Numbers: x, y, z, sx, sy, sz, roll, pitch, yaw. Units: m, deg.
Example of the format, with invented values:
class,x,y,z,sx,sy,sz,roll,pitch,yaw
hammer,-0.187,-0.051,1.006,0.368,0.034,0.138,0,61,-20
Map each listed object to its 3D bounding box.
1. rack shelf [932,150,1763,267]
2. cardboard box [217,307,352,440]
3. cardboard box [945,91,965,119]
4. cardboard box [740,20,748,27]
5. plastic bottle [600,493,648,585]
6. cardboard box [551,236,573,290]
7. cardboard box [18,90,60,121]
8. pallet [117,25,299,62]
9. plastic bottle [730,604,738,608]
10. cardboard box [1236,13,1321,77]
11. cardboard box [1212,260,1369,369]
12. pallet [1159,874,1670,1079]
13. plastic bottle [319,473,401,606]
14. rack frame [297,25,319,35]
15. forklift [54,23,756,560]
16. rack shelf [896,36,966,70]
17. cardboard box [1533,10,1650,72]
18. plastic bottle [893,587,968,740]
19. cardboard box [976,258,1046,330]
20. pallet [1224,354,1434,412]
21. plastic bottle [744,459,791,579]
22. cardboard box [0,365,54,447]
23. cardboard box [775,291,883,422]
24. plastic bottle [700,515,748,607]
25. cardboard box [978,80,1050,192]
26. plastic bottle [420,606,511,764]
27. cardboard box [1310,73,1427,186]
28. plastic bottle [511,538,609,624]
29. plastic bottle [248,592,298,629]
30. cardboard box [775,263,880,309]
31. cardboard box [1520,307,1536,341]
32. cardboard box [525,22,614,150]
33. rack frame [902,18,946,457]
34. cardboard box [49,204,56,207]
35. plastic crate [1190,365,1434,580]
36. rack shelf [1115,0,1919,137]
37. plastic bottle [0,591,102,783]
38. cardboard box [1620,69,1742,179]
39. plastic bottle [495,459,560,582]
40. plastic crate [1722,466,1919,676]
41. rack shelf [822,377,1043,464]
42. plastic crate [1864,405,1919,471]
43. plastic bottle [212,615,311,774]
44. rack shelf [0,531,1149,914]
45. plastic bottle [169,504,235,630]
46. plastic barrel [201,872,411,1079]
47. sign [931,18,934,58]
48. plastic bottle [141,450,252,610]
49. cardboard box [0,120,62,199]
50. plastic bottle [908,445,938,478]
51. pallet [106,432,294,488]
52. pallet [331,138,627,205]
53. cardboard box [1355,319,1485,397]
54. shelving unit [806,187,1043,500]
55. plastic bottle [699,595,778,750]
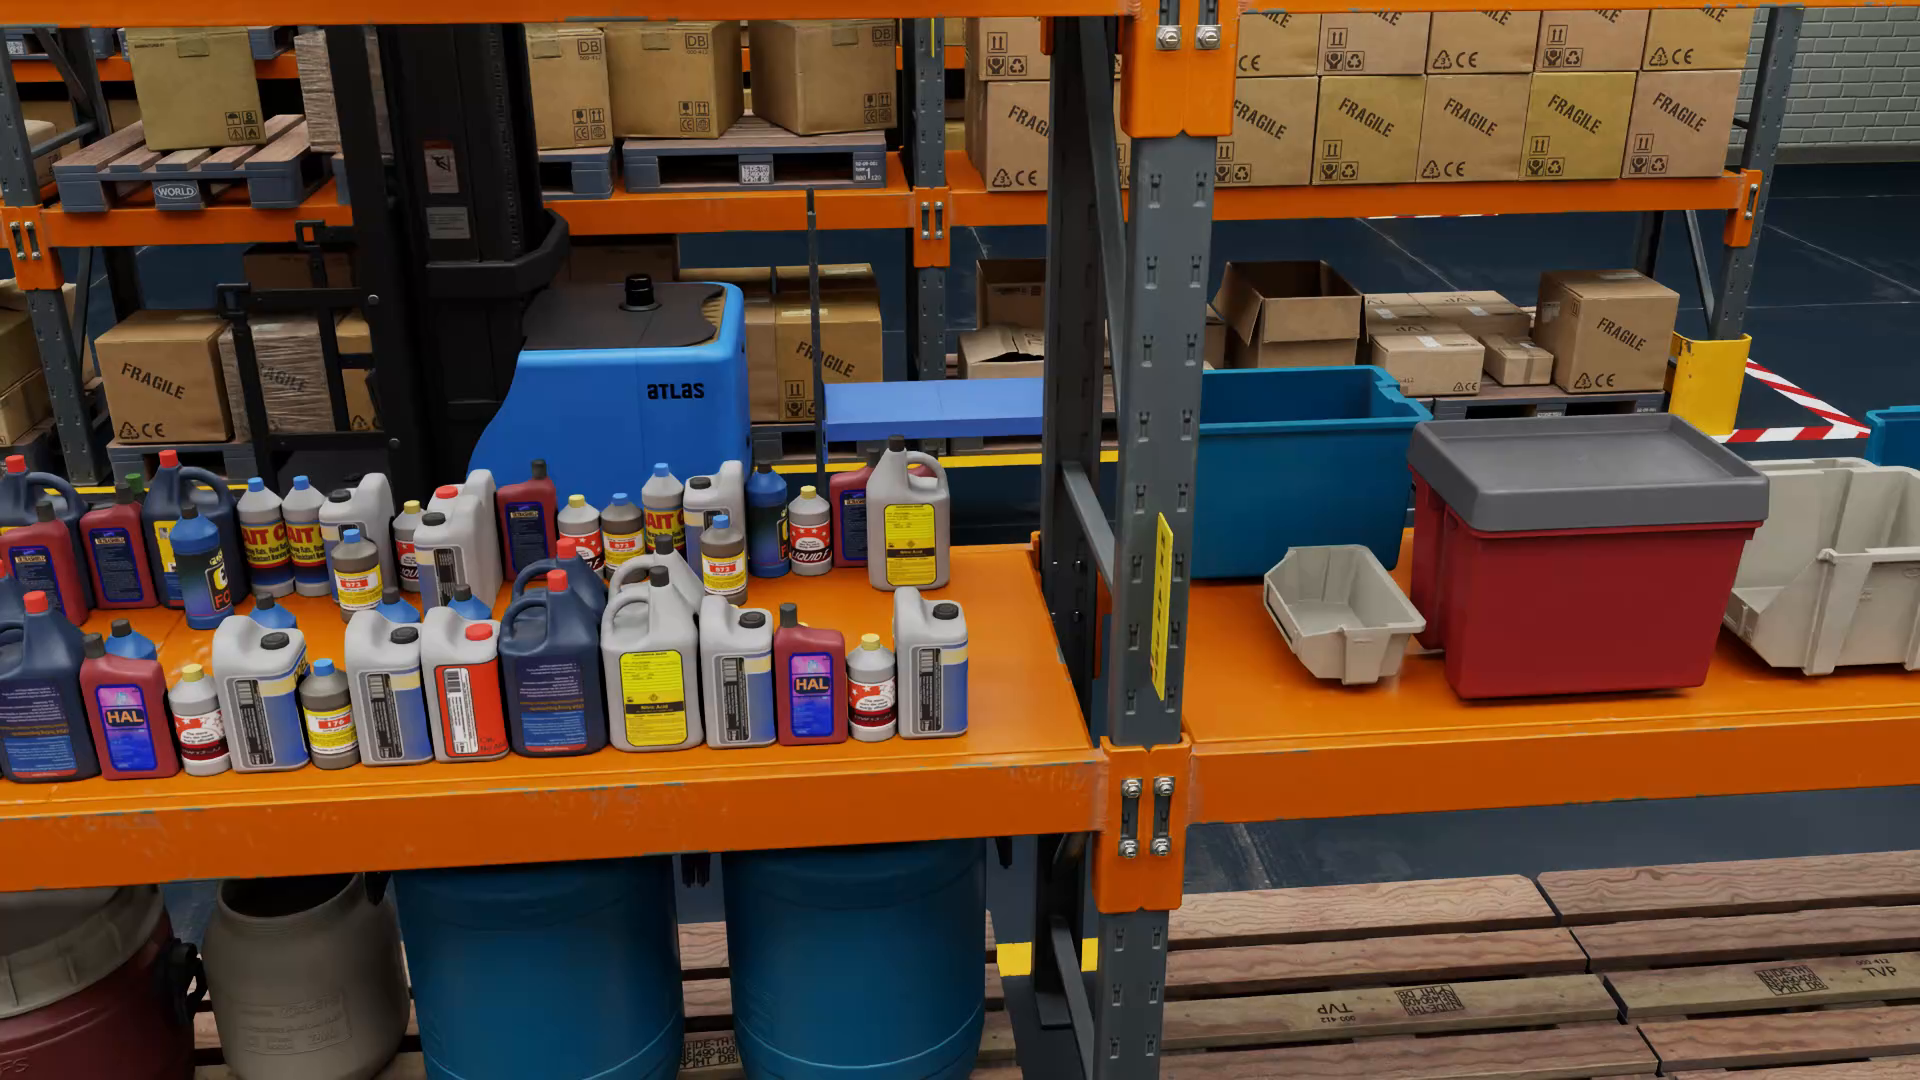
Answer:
class,x,y,z,sx,sy,sz,roll,pitch,yaw
rack shelf,1.811,-1.730,8.335,4.000,0.370,1.077,-2,24,-5
cardboard box,-3.158,-0.804,7.901,0.500,0.500,0.500,-3,24,-7
cardboard box,-0.079,-3.390,12.945,0.250,0.149,0.380,-2,24,-5
cardboard box,-1.611,-4.027,12.103,0.500,0.500,0.500,-2,24,-5
plastic bottle,-0.773,-0.009,3.822,0.097,0.201,0.097,0,24,0
cardboard box,-2.179,-1.399,8.318,0.500,0.250,0.500,-3,24,-6
cardboard box,-6.945,-3.140,12.235,0.500,0.250,0.500,-3,24,-7
pallet,-5.349,-3.662,12.032,1.003,0.211,1.213,-2,24,-5
plastic bottle,-0.451,0.226,3.294,0.097,0.201,0.097,0,24,0
cardboard box,1.343,-2.428,7.664,0.500,0.500,0.500,-3,24,-7
cardboard box,1.690,-1.116,8.600,0.637,0.503,0.797,-2,24,-5
pallet,1.032,1.253,4.172,1.213,0.211,1.003,-2,24,-5
plastic bottle,-1.346,-0.009,3.730,0.135,0.276,0.152,-2,24,-5
rack frame,-4.650,-3.821,12.154,0.127,3.000,1.000,-2,24,-5
forklift,-2.386,-1.226,6.399,3.031,2.935,1.130,-2,24,-4
rack shelf,1.321,-3.732,12.839,4.000,0.370,1.077,-2,24,-5
cardboard box,2.883,-2.492,7.809,0.500,0.500,0.500,-2,24,-4
plastic bottle,-0.056,0.227,3.200,0.135,0.276,0.152,-2,24,-5
cardboard box,0.360,-1.175,8.736,0.500,0.500,0.500,-2,24,-5
pallet,1.721,-0.781,8.749,1.213,0.211,1.003,-2,24,-5
plastic bottle,-0.445,-0.054,3.838,0.097,0.271,0.097,0,24,0
cardboard box,-4.659,-0.635,7.854,0.500,0.250,0.500,-2,24,-4
cardboard box,-0.642,-0.902,8.122,0.500,0.500,0.500,-2,24,-5
plastic bottle,-0.527,0.043,3.705,0.097,0.201,0.097,0,24,0
cardboard box,0.355,-1.935,7.787,0.500,0.500,0.500,-2,24,-4
plastic bottle,-0.922,0.261,3.122,0.135,0.276,0.152,-2,24,-5
cardboard box,1.868,-1.996,7.925,0.500,0.500,0.500,-3,24,-6
plastic bottle,-0.776,0.164,3.248,0.185,0.351,0.144,-2,24,-5
plastic bottle,-1.317,0.228,3.202,0.097,0.271,0.097,0,24,0
cardboard box,-0.684,-1.117,8.605,0.500,0.500,0.500,-3,24,-8
cardboard box,3.102,-1.157,9.107,0.250,0.166,0.380,-2,24,-5
cardboard box,-1.931,-2.121,7.688,0.500,0.500,0.700,-9,25,-18
rack frame,-0.179,-1.979,8.009,0.127,3.000,1.000,-2,24,-5
cardboard box,-6.879,-2.801,12.395,0.500,0.500,0.700,-2,24,-5
plastic crate,0.735,-0.153,3.847,0.575,0.384,0.392,-2,24,-5
rack shelf,2.295,-1.098,3.221,4.000,0.370,1.077,-2,24,-5
plastic bottle,-1.675,0.259,3.035,0.185,0.351,0.144,-2,24,-5
cardboard box,3.383,-2.056,8.060,0.500,0.500,0.500,-2,24,-4
plastic bottle,-0.986,-0.046,3.803,0.133,0.283,0.061,-2,24,-5
plastic crate,1.842,0.064,3.486,0.530,0.282,0.437,-2,24,-5
rack shelf,-0.085,-0.518,7.011,1.000,0.185,0.538,-2,24,-5
plastic crate,2.398,-0.146,4.017,0.300,0.233,0.416,-2,24,-5
plastic bottle,-1.286,0.276,3.089,0.135,0.276,0.152,-2,24,-5
rack shelf,-1.686,0.432,3.471,4.000,0.370,1.077,-2,24,-5
plastic bottle,-1.644,0.053,3.597,0.097,0.271,0.097,0,24,0
plastic barrel,-1.514,0.998,3.858,0.421,0.512,0.421,0,24,0
sign,-0.121,-2.284,7.269,0.005,0.325,0.100,-2,24,-5
plastic bottle,-1.699,-0.031,3.687,0.185,0.351,0.144,-2,24,-5
cardboard box,-4.526,-1.782,7.675,0.500,0.311,0.500,-1,24,-2
plastic bottle,-0.103,-0.081,3.883,0.133,0.283,0.061,-2,24,-5
pallet,-3.413,-0.559,8.249,1.213,0.211,1.003,-2,24,-5
pallet,-2.225,-1.811,7.867,1.213,0.211,1.003,-2,24,-5
cardboard box,2.336,-0.936,8.506,0.500,0.250,0.500,-2,24,-5
shelving unit,-0.085,-0.682,6.938,1.048,1.500,0.538,-2,24,-5
plastic bottle,-0.420,0.241,3.167,0.135,0.276,0.152,-2,24,-5
